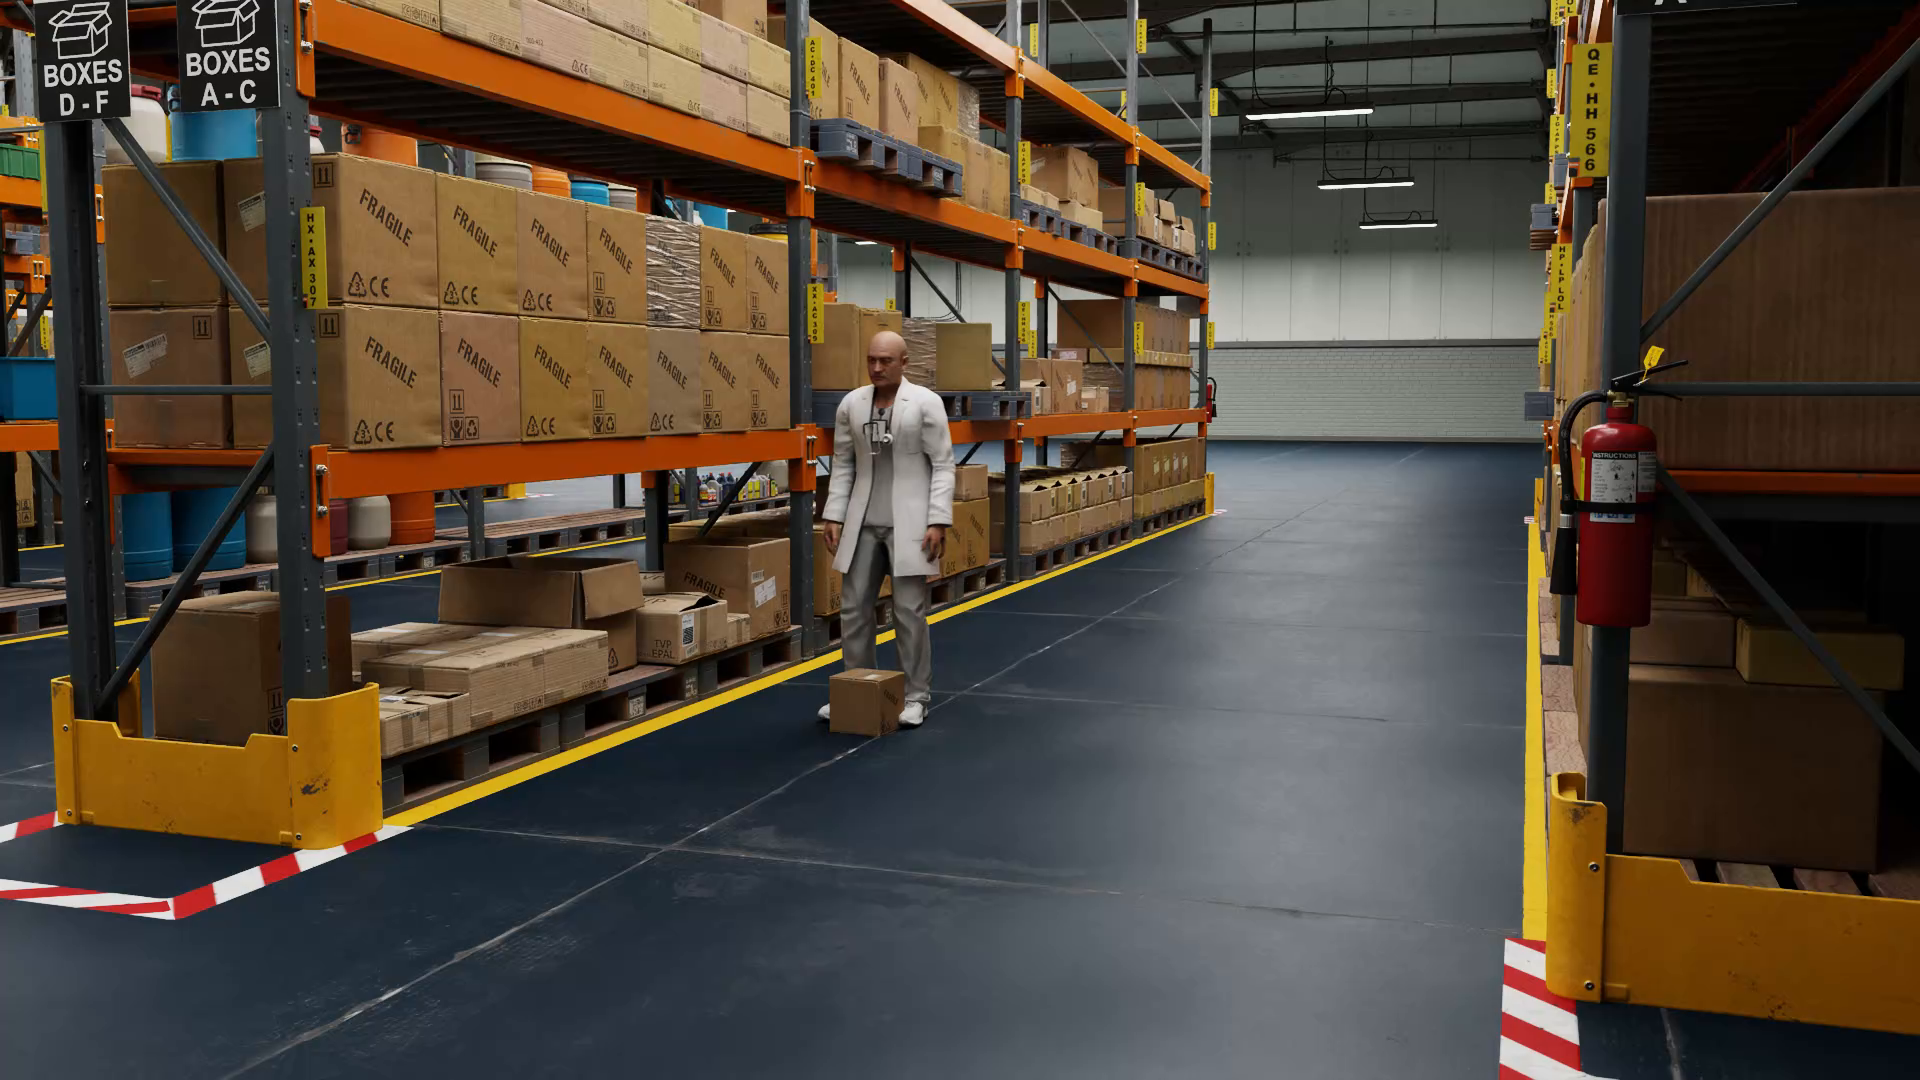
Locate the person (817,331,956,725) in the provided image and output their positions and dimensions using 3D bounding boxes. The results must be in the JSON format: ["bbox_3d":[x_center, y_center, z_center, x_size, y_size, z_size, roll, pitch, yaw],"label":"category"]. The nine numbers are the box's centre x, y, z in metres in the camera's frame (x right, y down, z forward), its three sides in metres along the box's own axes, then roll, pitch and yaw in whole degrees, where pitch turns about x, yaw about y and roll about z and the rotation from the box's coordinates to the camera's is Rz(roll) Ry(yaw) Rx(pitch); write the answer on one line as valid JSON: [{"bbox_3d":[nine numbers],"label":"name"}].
[{"bbox_3d":[-0.329,-0.058,7.583,0.644,1.774,0.424,2,5,22],"label":"person"}]
